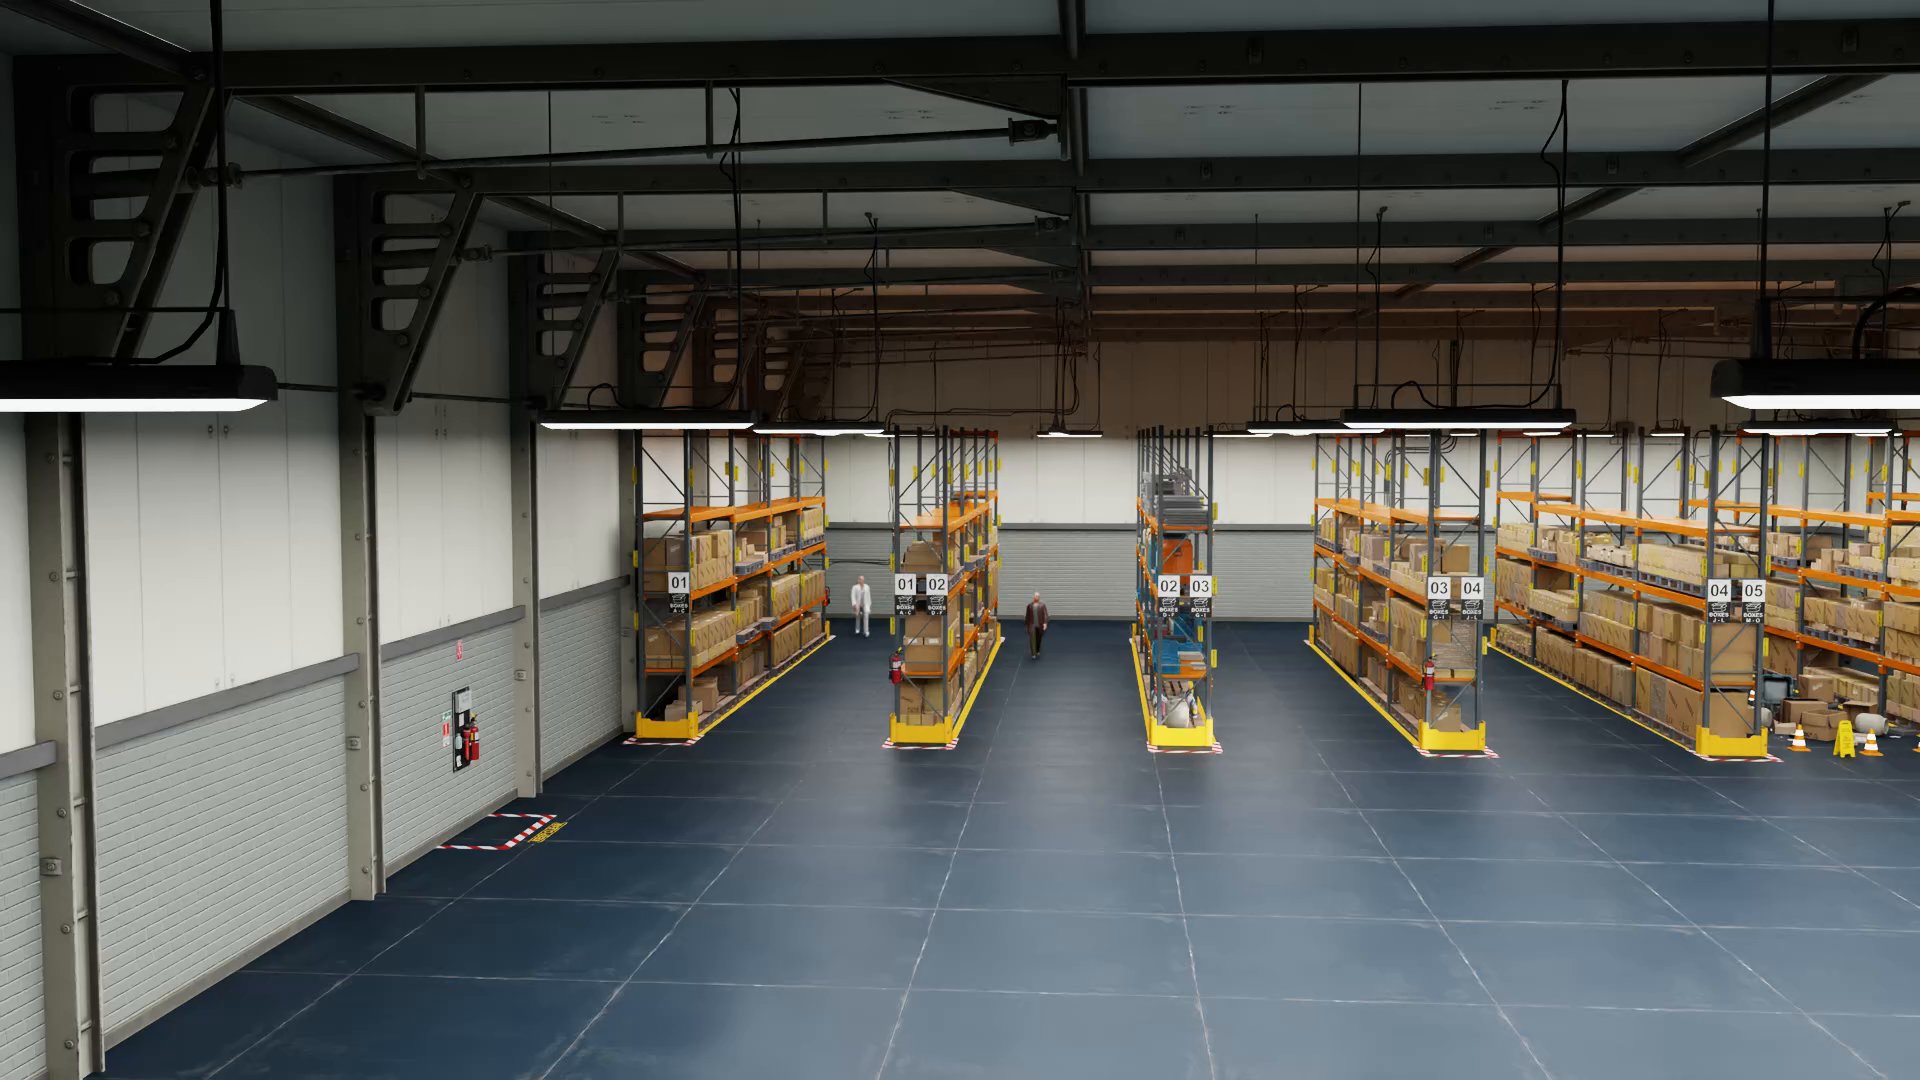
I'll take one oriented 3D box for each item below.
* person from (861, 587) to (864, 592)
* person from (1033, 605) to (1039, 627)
[{"bbox_3d":[-2.846,1.450,48.531,0.081,0.135,0.102,-1,3,-9],"label":"person"},{"bbox_3d":[2.009,1.963,43.478,0.524,0.632,0.351,0,3,-3],"label":"person"}]
